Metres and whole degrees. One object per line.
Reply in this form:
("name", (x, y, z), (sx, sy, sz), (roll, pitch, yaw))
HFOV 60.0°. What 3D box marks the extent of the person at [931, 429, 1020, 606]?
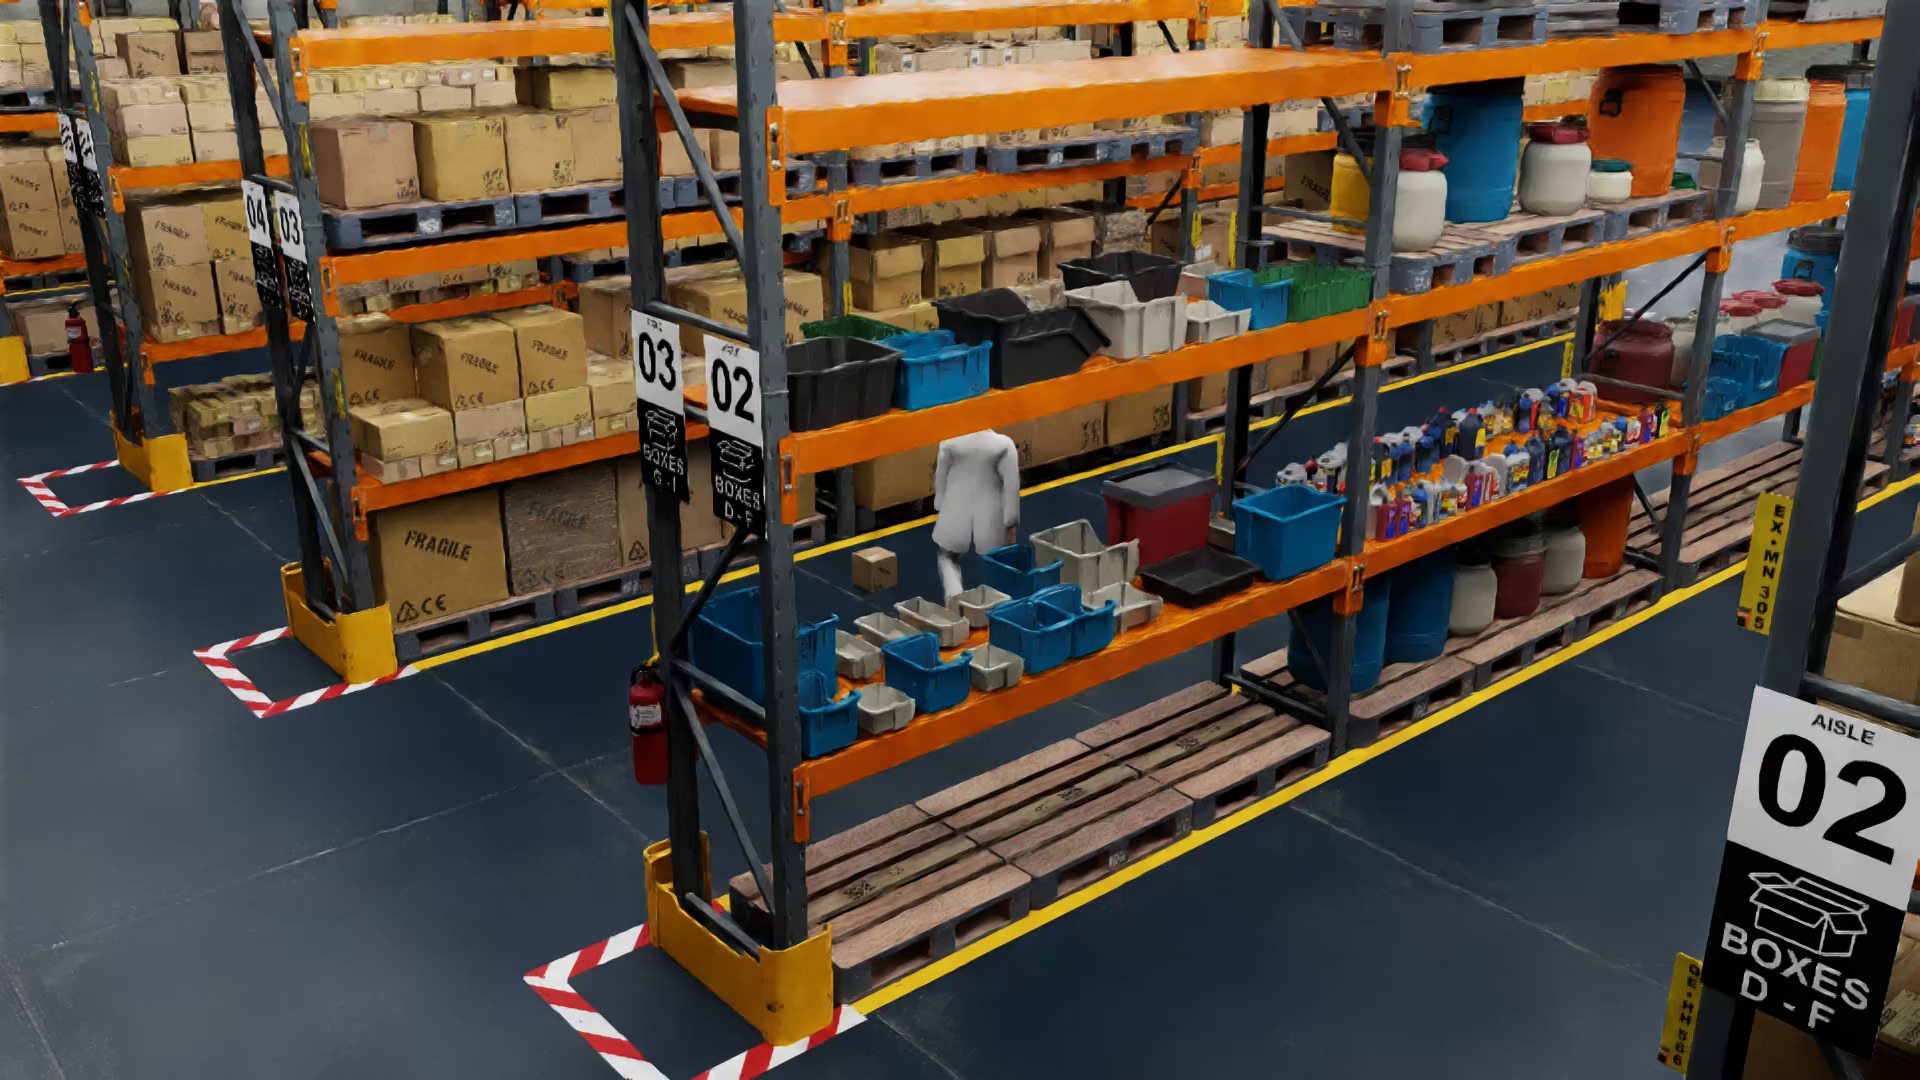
("person", (0.141, -0.149, 11.448), (0.695, 1.770, 0.704), (1, 21, 3))
